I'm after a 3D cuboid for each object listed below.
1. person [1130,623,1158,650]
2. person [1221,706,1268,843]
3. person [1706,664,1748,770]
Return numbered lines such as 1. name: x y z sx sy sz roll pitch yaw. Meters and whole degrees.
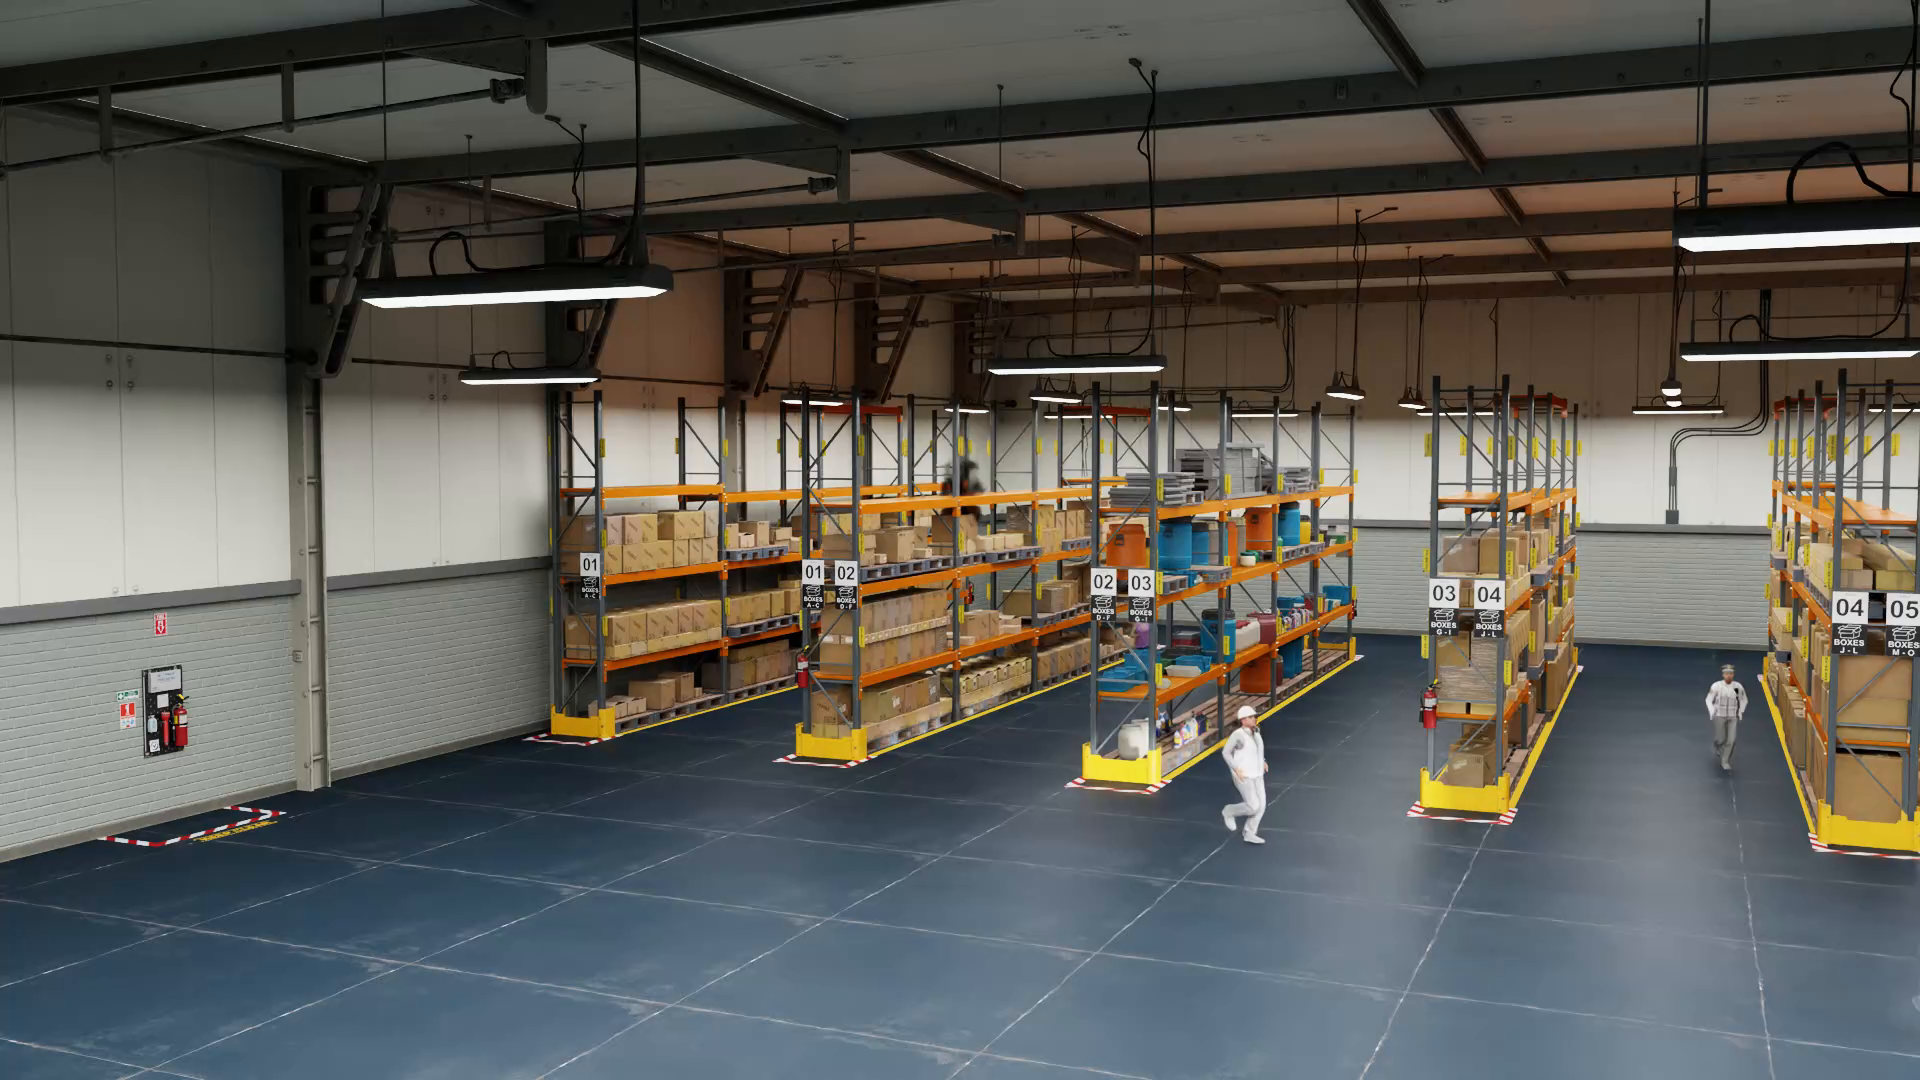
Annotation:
1. person: 3.846 2.258 34.867 0.538 1.585 0.894 1 3 16
2. person: 3.633 2.971 21.141 0.671 1.728 0.597 -3 4 -42
3. person: 12.011 2.748 26.058 0.603 1.648 0.593 1 3 17
